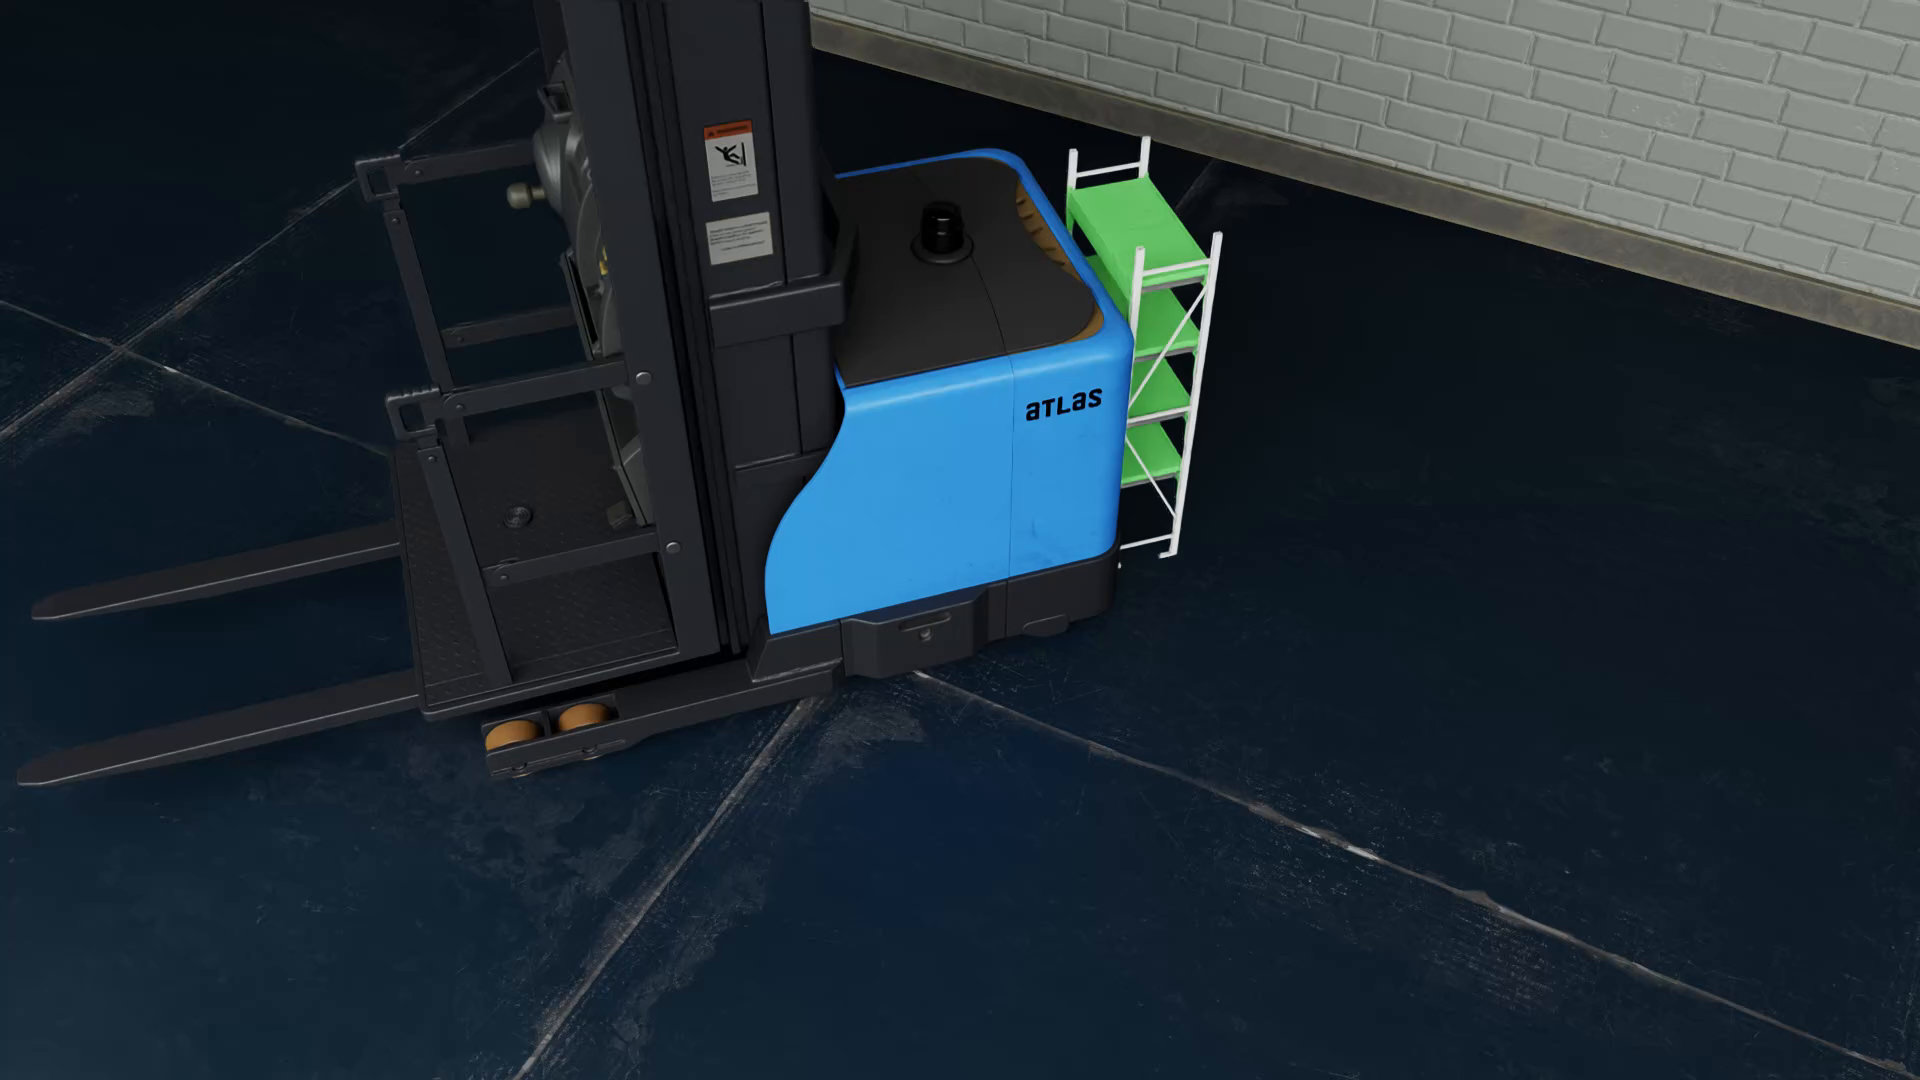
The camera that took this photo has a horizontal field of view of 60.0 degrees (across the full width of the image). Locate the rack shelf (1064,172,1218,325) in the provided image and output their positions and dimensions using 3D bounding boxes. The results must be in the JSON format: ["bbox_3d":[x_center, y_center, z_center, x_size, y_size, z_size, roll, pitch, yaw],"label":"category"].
[{"bbox_3d":[0.495,-0.815,4.625,0.258,0.148,0.480,-13,47,-13],"label":"rack shelf"}]

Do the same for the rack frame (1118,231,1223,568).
[{"bbox_3d":[0.567,-0.357,4.757,0.240,1.200,0.015,-13,47,-13],"label":"rack frame"}]

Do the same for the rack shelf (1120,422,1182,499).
[{"bbox_3d":[0.489,-0.308,5.136,0.258,0.148,0.480,-13,47,-13],"label":"rack shelf"}]

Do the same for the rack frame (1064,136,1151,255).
[{"bbox_3d":[0.416,-0.687,5.083,0.240,1.200,0.015,-13,47,-13],"label":"rack frame"}]

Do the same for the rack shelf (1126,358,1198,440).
[{"bbox_3d":[0.491,-0.477,4.966,0.258,0.148,0.480,-13,47,-13],"label":"rack shelf"}]

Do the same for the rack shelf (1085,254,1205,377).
[{"bbox_3d":[0.493,-0.646,4.796,0.258,0.148,0.480,-13,47,-13],"label":"rack shelf"}]

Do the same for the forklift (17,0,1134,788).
[{"bbox_3d":[-1.108,-0.797,3.977,3.031,2.935,1.130,-13,47,-13],"label":"forklift"}]

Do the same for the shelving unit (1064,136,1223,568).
[{"bbox_3d":[0.491,-0.522,4.920,0.258,1.200,0.503,-13,47,-13],"label":"shelving unit"}]
